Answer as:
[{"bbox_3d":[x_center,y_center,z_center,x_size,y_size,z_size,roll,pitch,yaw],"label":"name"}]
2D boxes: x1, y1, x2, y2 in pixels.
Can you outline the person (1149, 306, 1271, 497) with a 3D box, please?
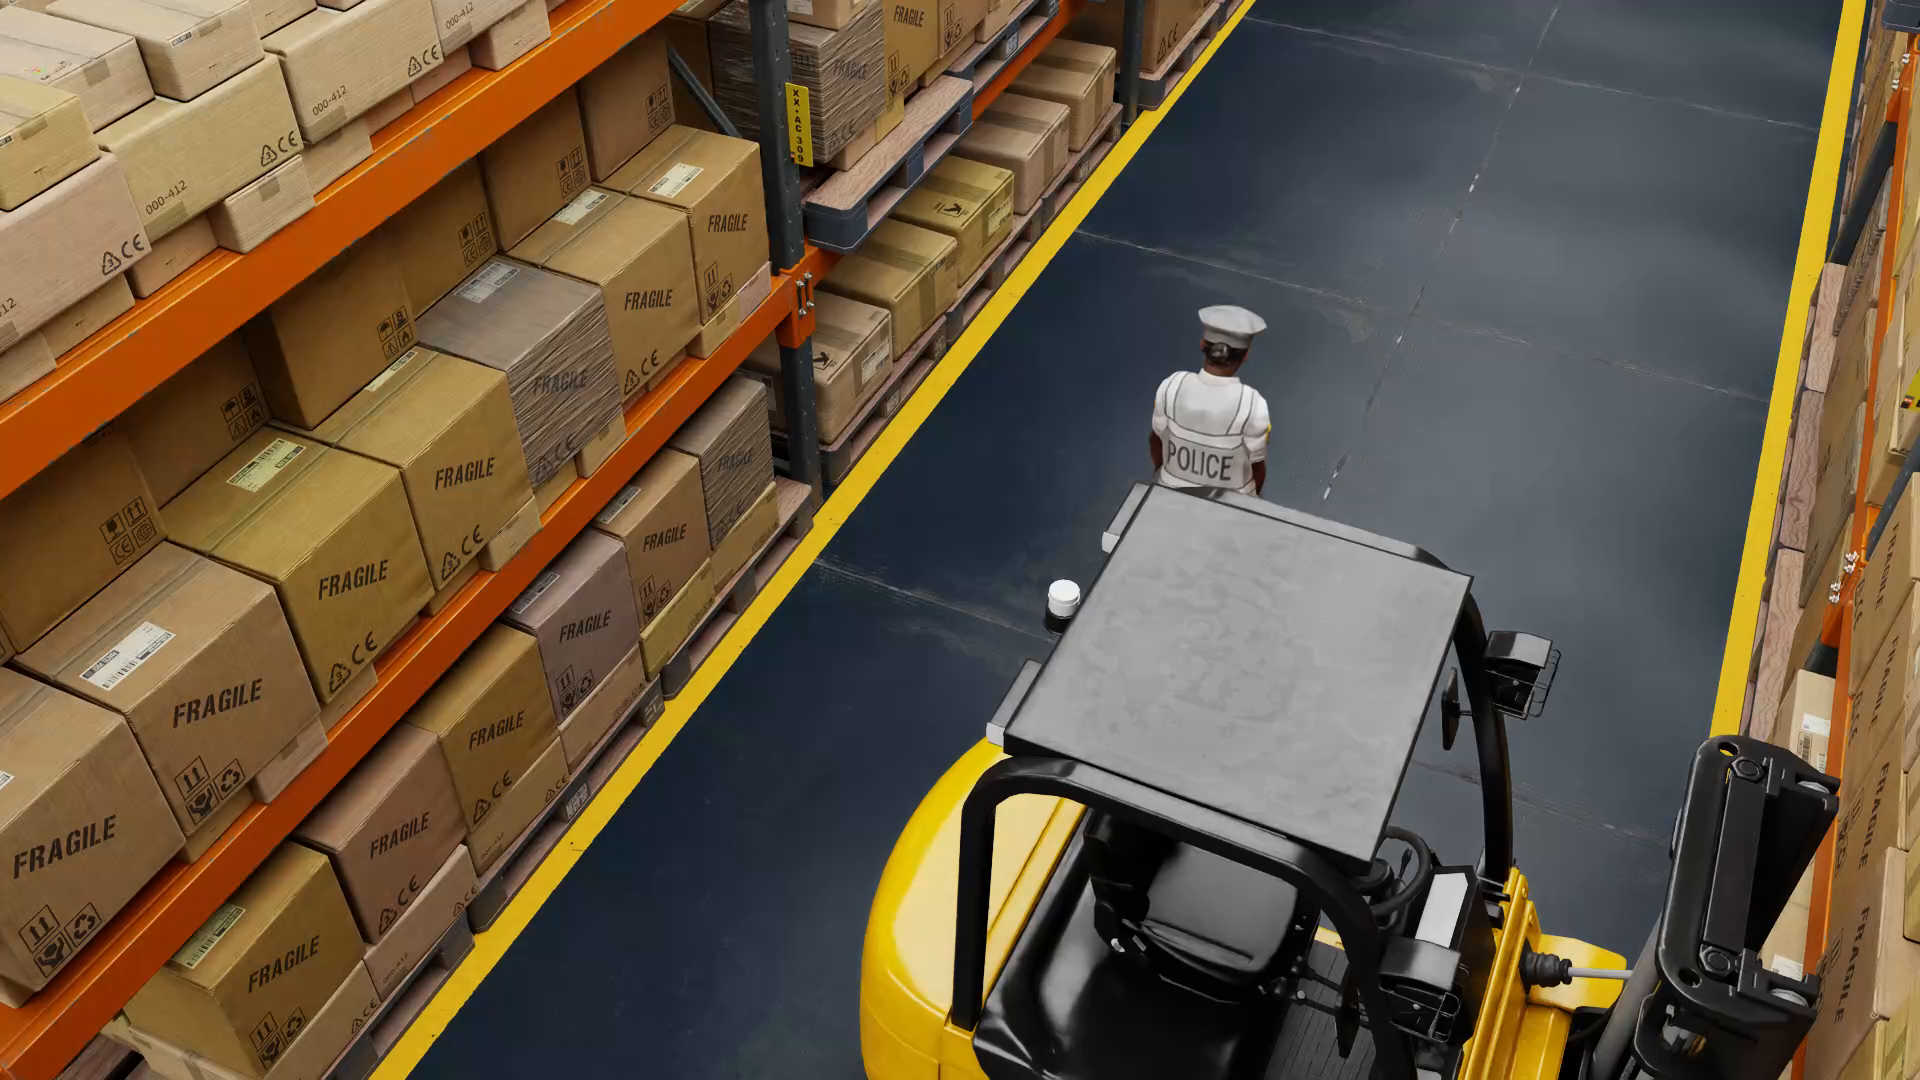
[{"bbox_3d":[0.924,-0.151,6.366,0.457,1.624,0.442,19,45,19],"label":"person"}]
